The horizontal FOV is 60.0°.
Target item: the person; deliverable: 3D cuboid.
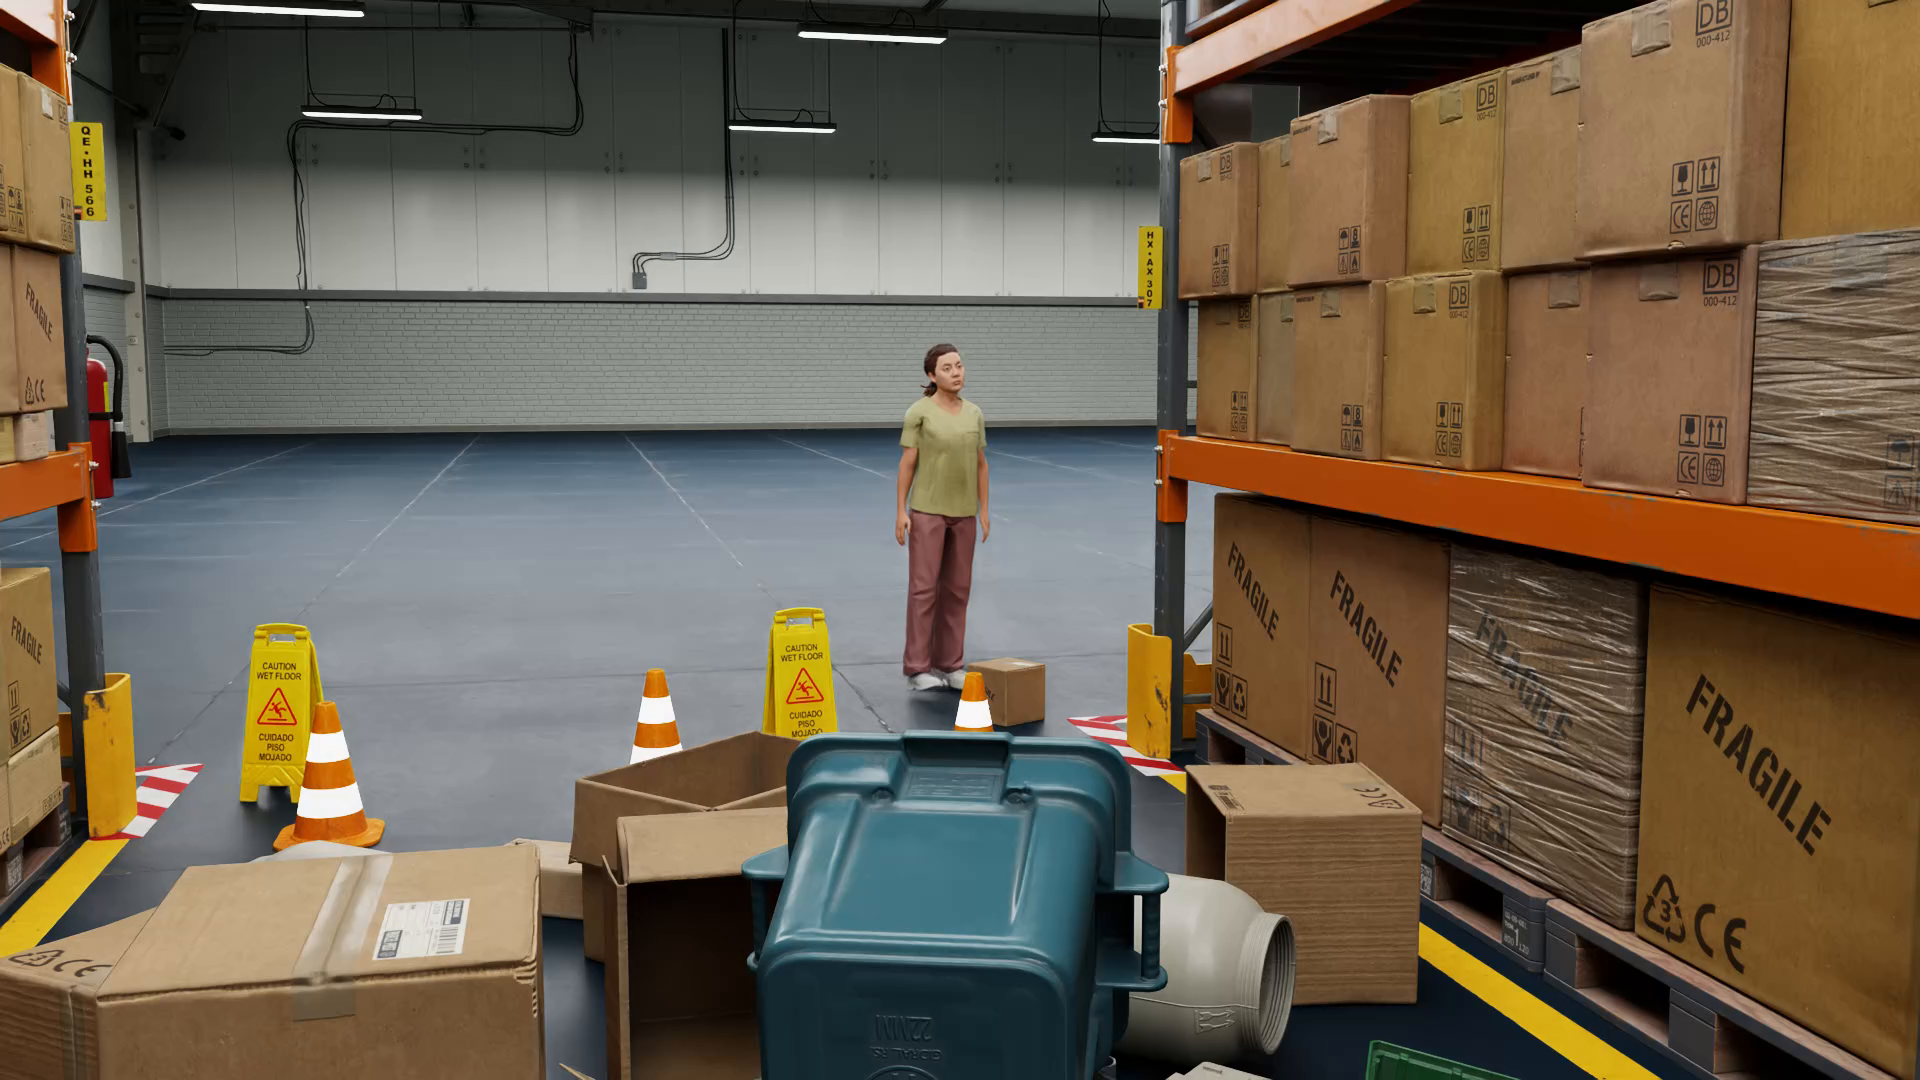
[{"bbox_3d":[-0.042,-0.105,7.979,0.511,1.670,0.457,-3,7,-29],"label":"person"}]
